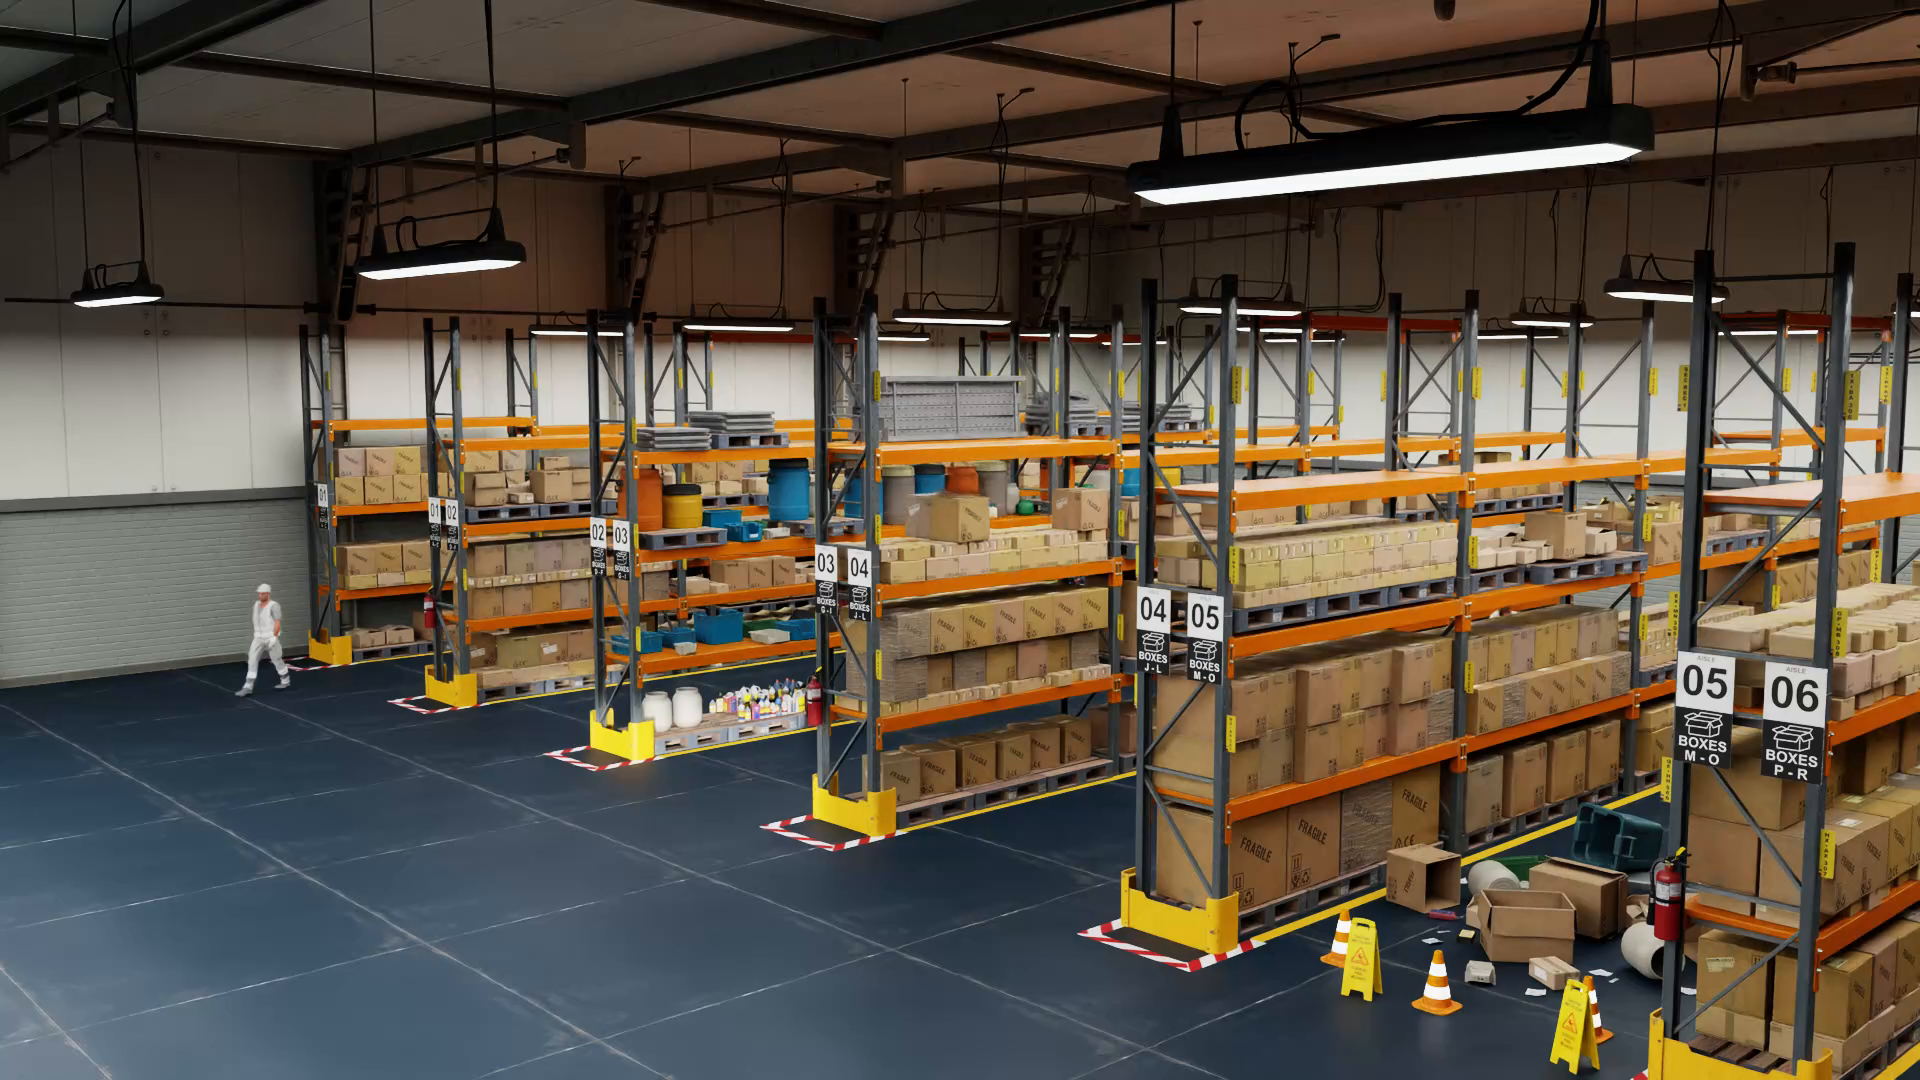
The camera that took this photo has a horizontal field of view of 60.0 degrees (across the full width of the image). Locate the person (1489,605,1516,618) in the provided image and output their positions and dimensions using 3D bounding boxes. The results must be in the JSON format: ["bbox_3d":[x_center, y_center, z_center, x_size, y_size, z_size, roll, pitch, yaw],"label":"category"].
[{"bbox_3d":[8.348,1.706,25.620,0.609,1.752,0.926,5,8,41],"label":"person"}]

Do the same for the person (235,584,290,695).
[{"bbox_3d":[-11.191,1.584,26.716,0.580,1.753,0.937,2,6,15],"label":"person"}]
